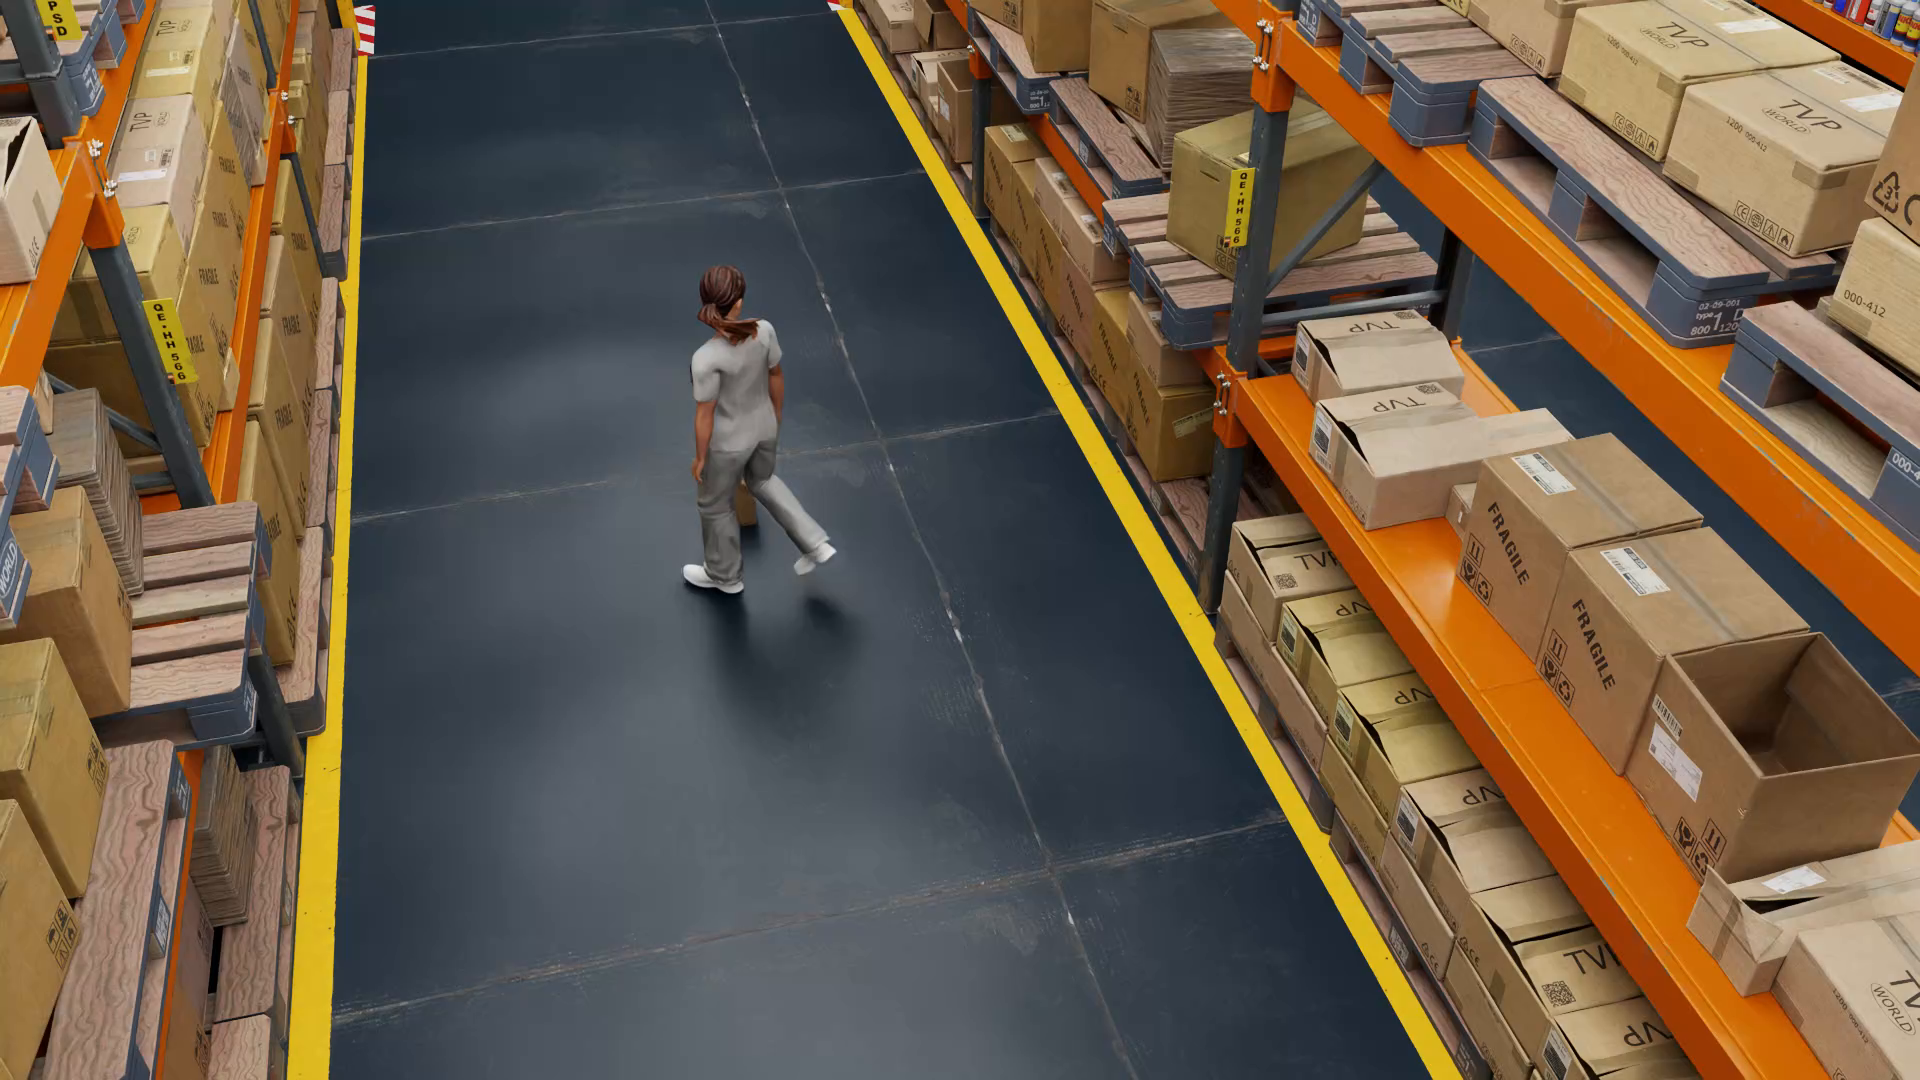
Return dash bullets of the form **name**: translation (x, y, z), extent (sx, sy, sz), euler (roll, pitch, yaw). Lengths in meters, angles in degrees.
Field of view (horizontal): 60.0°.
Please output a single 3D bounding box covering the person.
- **person**: translation (-0.935, -0.433, 7.242), extent (0.675, 1.667, 0.480), euler (27, 46, 30)
